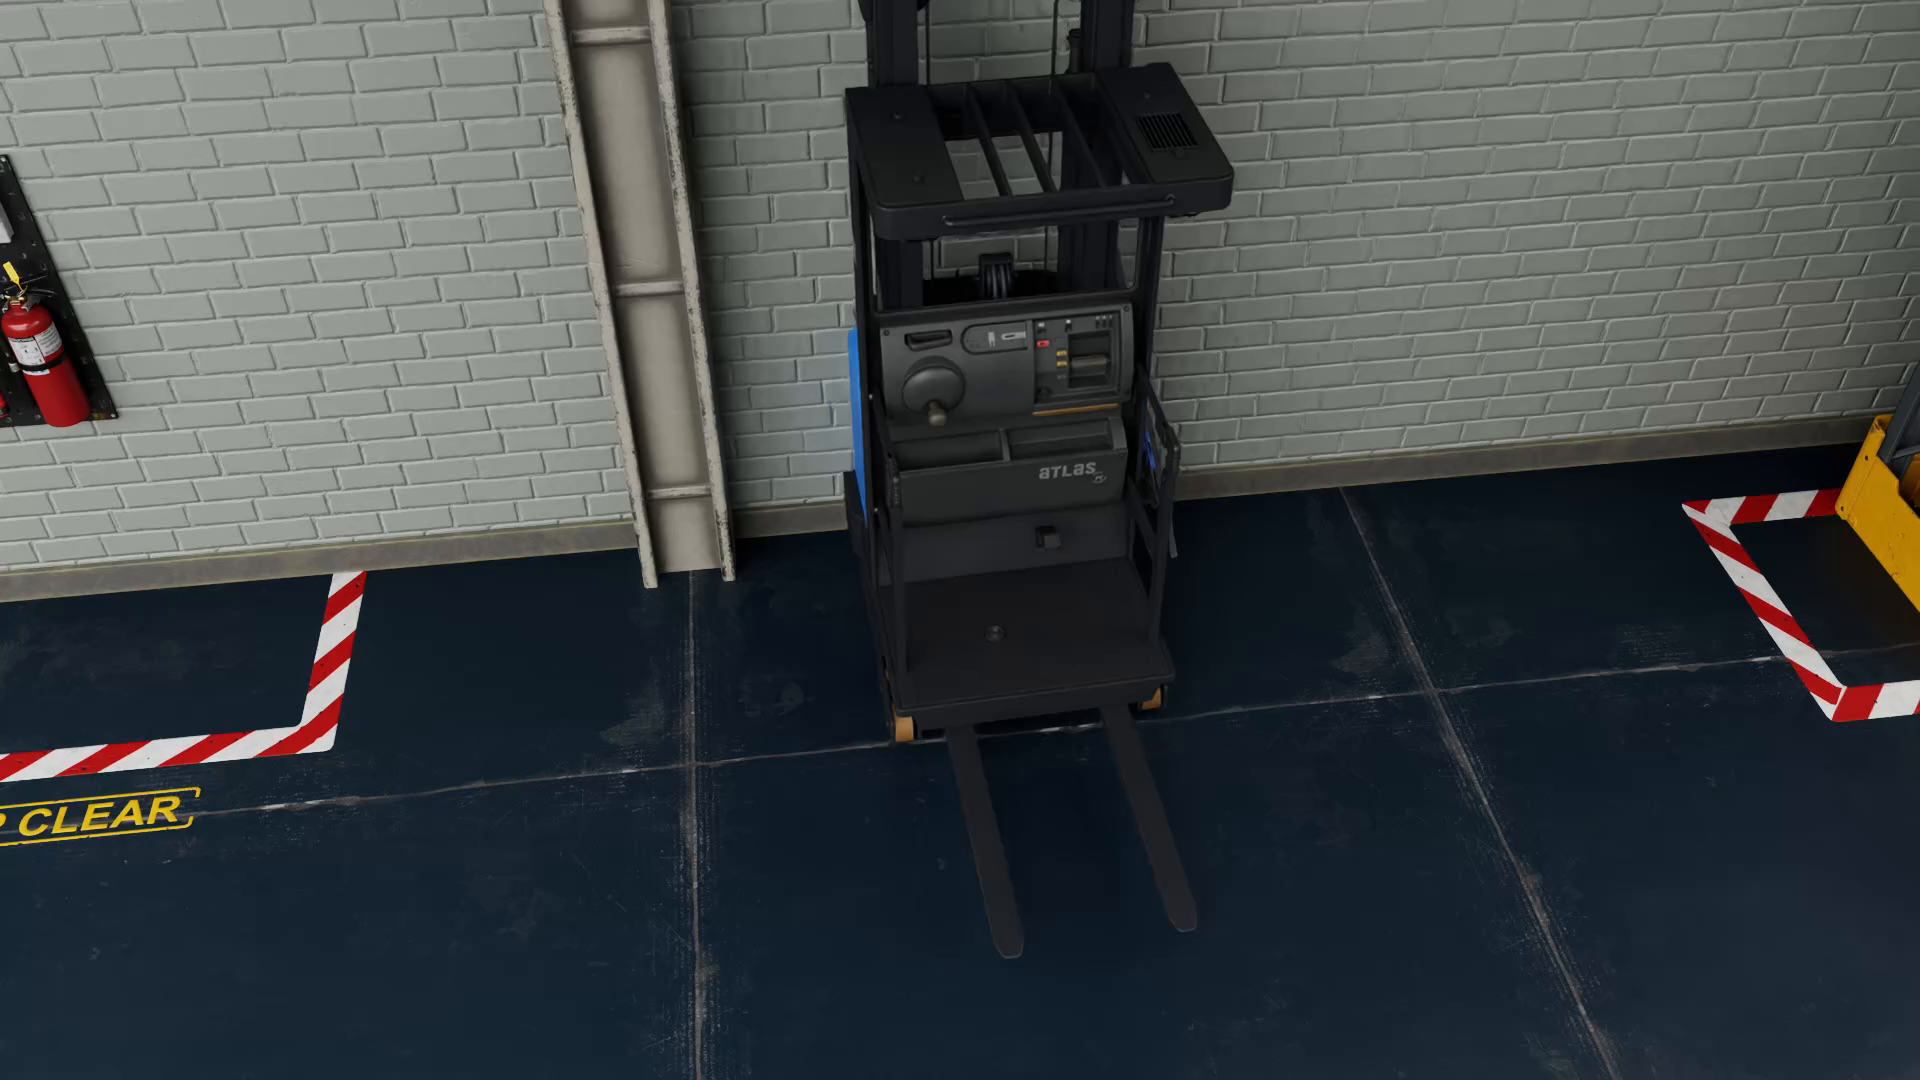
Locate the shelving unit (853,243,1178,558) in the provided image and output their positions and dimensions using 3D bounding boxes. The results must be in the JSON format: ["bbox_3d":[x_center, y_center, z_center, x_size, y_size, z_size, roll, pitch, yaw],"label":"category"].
[{"bbox_3d":[0.241,-0.535,6.995,1.048,1.500,0.538,-14,34,2],"label":"shelving unit"}]

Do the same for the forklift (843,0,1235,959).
[{"bbox_3d":[0.215,-0.557,5.894,1.130,2.935,3.031,-7,42,-7],"label":"forklift"}]

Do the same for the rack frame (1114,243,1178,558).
[{"bbox_3d":[0.734,-0.659,6.974,0.032,1.500,0.500,-14,34,2],"label":"rack frame"}]

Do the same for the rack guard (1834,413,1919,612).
[{"bbox_3d":[4.249,0.012,7.078,0.348,0.500,1.175,-5,42,-6],"label":"rack guard"}]

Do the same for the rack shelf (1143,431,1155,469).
[{"bbox_3d":[0.282,-0.392,7.096,1.000,0.185,0.538,-14,34,2],"label":"rack shelf"}]

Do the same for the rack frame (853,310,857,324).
[{"bbox_3d":[-0.251,-0.411,7.016,0.032,1.500,0.500,-14,34,2],"label":"rack frame"}]

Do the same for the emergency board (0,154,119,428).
[{"bbox_3d":[-3.649,-0.834,6.150,0.643,1.169,0.194,-5,42,-6],"label":"emergency board"}]

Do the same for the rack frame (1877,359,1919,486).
[{"bbox_3d":[4.173,-0.909,6.234,0.127,3.000,1.000,-5,42,-6],"label":"rack frame"}]

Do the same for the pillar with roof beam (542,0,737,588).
[{"bbox_3d":[-0.636,-0.392,1.181,0.400,9.000,9.100,-5,42,-6],"label":"pillar with roof beam"}]
